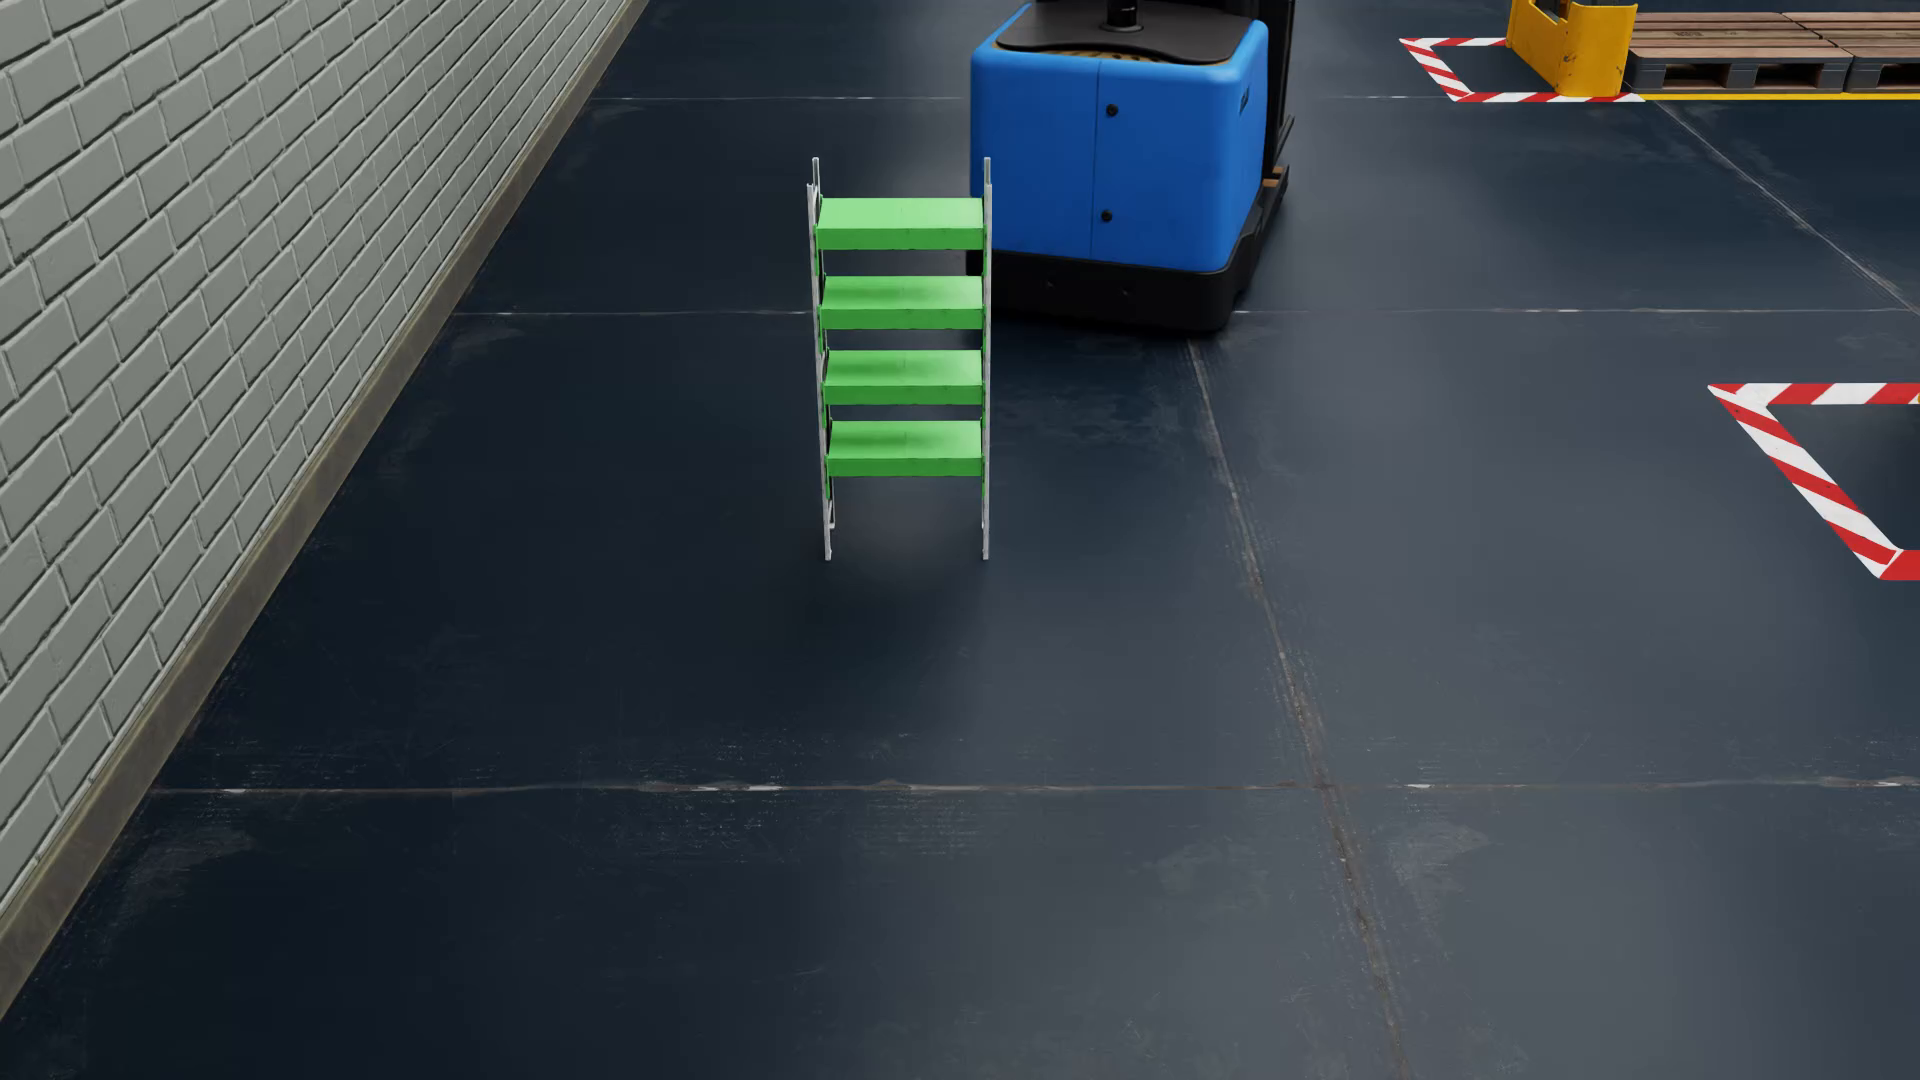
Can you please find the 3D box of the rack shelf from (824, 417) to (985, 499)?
[{"bbox_3d":[-0.166,-0.253,5.096,0.480,0.148,0.258,0,31,0],"label":"rack shelf"}]

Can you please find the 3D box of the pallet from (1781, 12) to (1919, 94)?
[{"bbox_3d":[5.618,-2.875,9.785,1.213,0.211,1.003,0,31,0],"label":"pallet"}]

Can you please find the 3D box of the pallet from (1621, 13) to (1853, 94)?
[{"bbox_3d":[4.401,-2.873,9.781,1.213,0.211,1.003,0,31,0],"label":"pallet"}]

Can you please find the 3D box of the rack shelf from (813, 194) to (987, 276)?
[{"bbox_3d":[-0.166,-0.868,4.722,0.480,0.148,0.258,0,31,0],"label":"rack shelf"}]

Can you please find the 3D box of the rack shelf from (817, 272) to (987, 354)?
[{"bbox_3d":[-0.166,-0.663,4.847,0.480,0.148,0.258,0,31,0],"label":"rack shelf"}]

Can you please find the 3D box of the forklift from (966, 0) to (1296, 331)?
[{"bbox_3d":[0.935,-2.816,7.066,1.130,2.935,3.031,9,32,14],"label":"forklift"}]

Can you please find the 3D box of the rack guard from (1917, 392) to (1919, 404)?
[{"bbox_3d":[3.678,-0.445,5.501,0.348,0.500,1.175,0,31,0],"label":"rack guard"}]

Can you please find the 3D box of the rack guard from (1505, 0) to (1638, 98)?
[{"bbox_3d":[3.552,-3.007,9.724,0.348,0.500,1.175,0,31,0],"label":"rack guard"}]

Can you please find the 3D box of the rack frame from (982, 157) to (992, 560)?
[{"bbox_3d":[0.078,-0.513,4.939,0.015,1.200,0.240,0,31,0],"label":"rack frame"}]

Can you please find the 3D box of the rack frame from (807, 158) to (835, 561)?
[{"bbox_3d":[-0.410,-0.512,4.937,0.015,1.200,0.240,0,31,0],"label":"rack frame"}]

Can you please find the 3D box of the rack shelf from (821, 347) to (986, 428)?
[{"bbox_3d":[-0.166,-0.458,4.971,0.480,0.148,0.258,0,31,0],"label":"rack shelf"}]

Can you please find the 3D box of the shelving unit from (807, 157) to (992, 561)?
[{"bbox_3d":[-0.166,-0.512,4.938,0.503,1.200,0.258,0,31,0],"label":"shelving unit"}]

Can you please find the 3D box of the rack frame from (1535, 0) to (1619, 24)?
[{"bbox_3d":[3.576,-4.082,9.087,0.127,3.000,1.000,0,31,0],"label":"rack frame"}]
